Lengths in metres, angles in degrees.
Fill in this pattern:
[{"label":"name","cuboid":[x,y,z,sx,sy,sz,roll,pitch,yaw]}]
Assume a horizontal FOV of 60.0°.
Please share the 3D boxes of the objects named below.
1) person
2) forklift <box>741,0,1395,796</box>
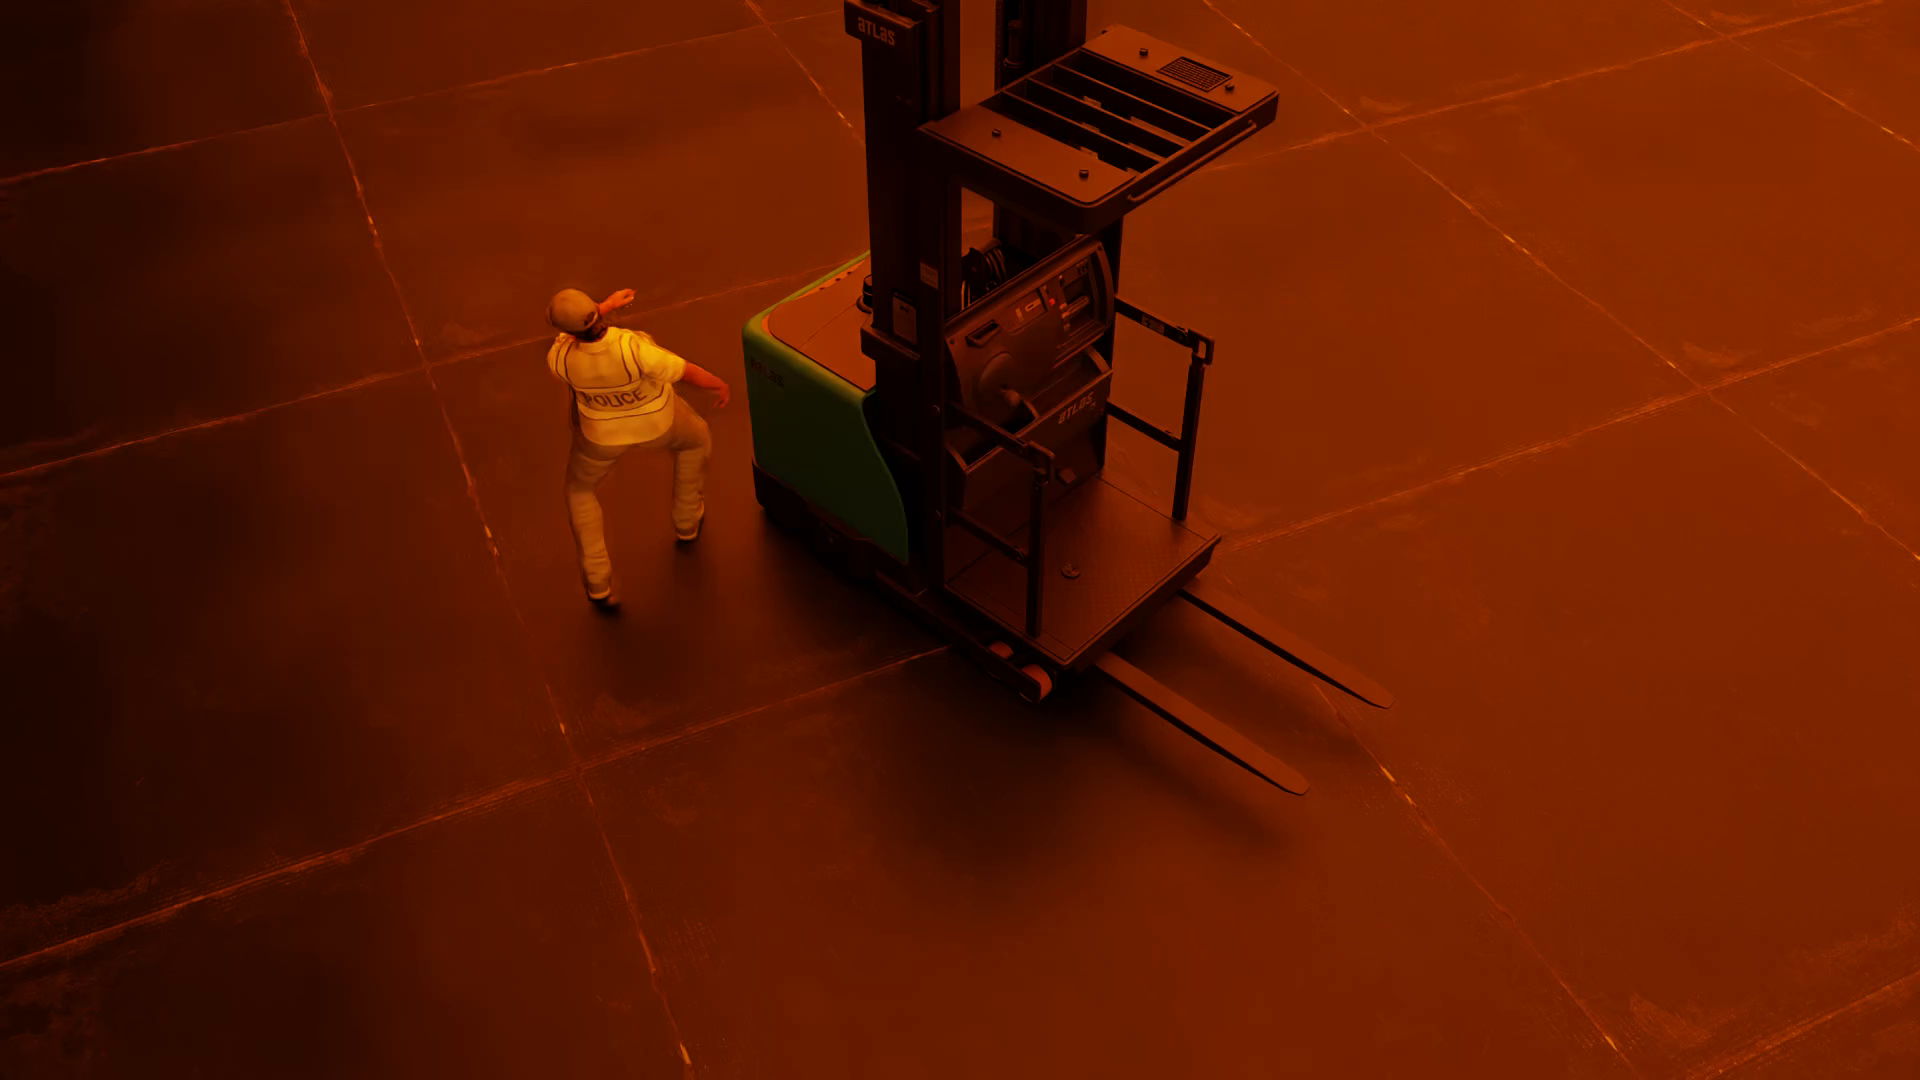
[{"label":"person","cuboid":[-1.407,-0.571,7.314,0.799,1.505,0.821,-11,44,-11]},{"label":"forklift","cuboid":[0.445,-0.788,6.525,3.031,2.935,1.130,32,52,30]}]
